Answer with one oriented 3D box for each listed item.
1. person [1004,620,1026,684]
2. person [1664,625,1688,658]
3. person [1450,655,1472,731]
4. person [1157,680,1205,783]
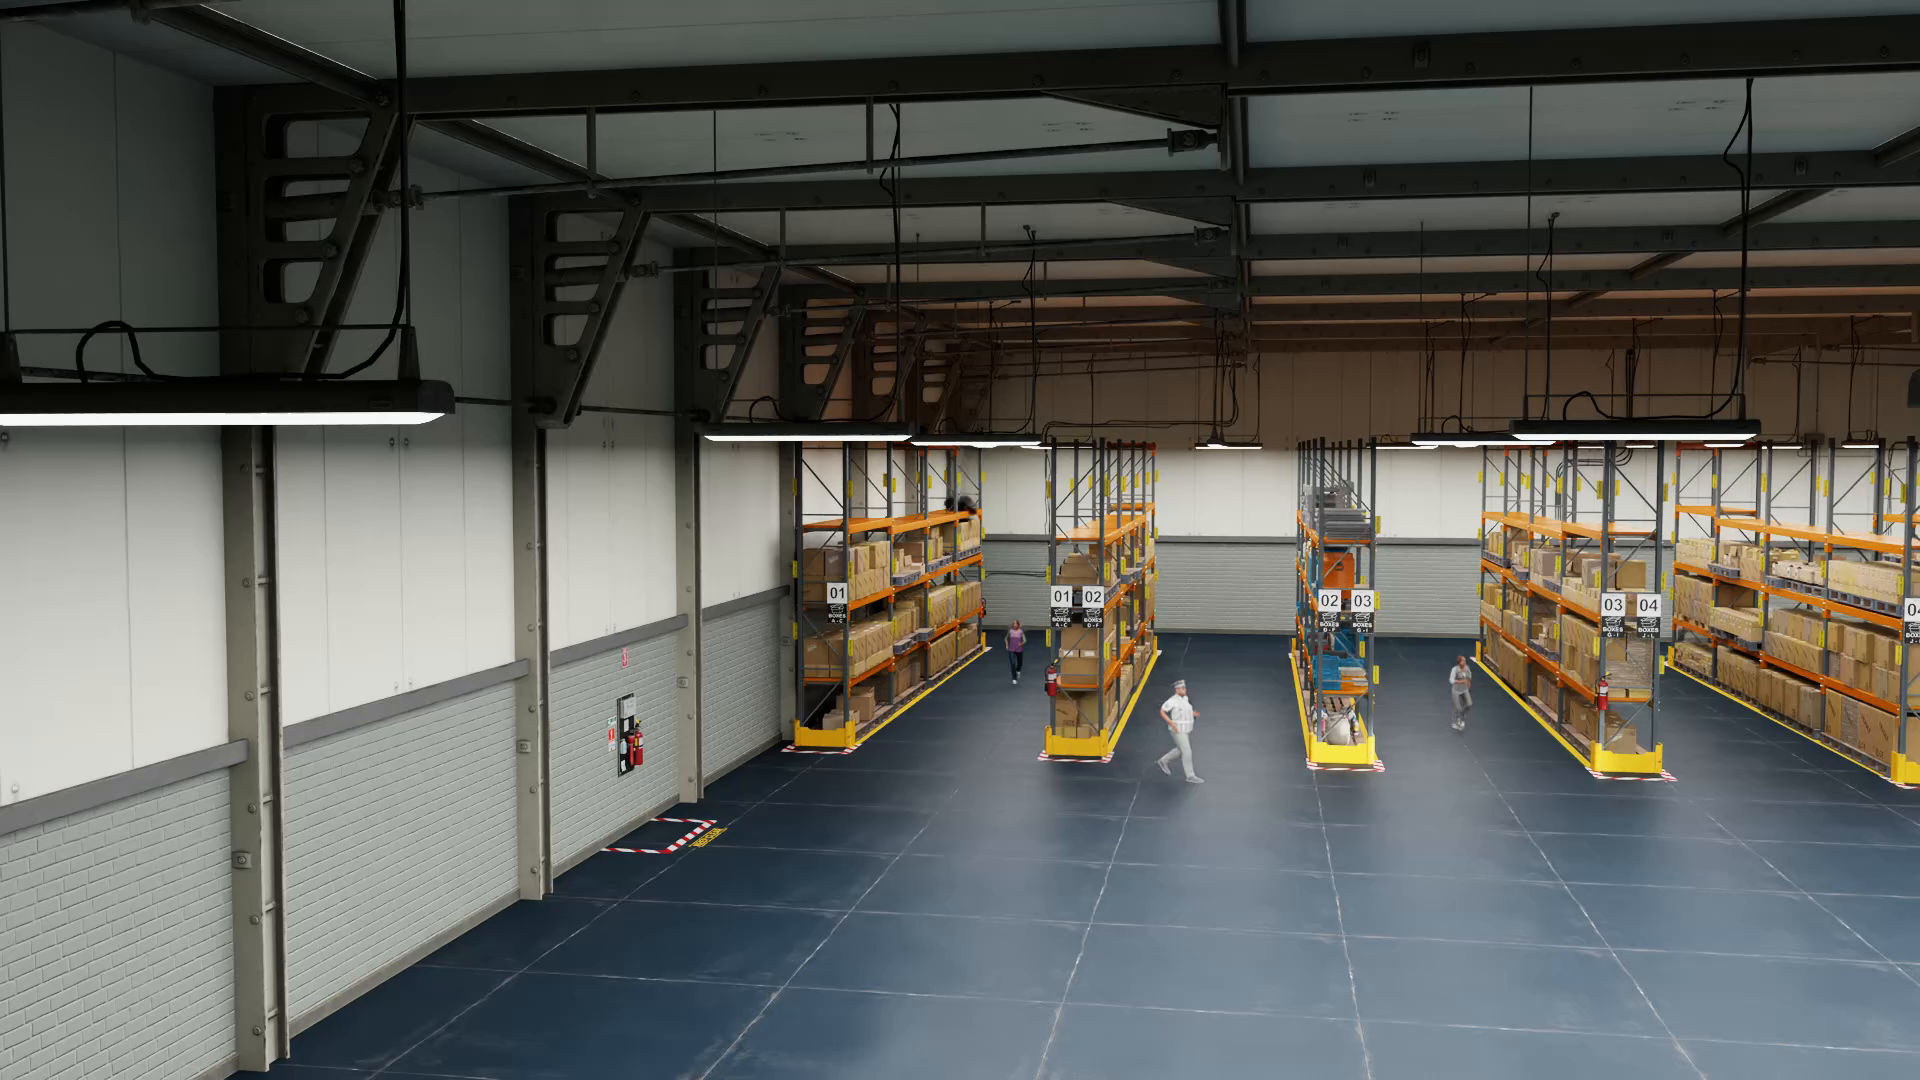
[{"bbox_3d":[1.363,2.749,41.059,0.547,1.563,0.755,0,3,2],"label":"person"},{"bbox_3d":[19.889,2.433,45.833,0.875,1.719,0.681,1,3,13],"label":"person"},{"bbox_3d":[10.243,3.116,33.988,0.565,1.553,0.743,-1,3,-11],"label":"person"},{"bbox_3d":[3.841,3.297,28.852,0.938,1.747,0.668,2,4,35],"label":"person"}]
